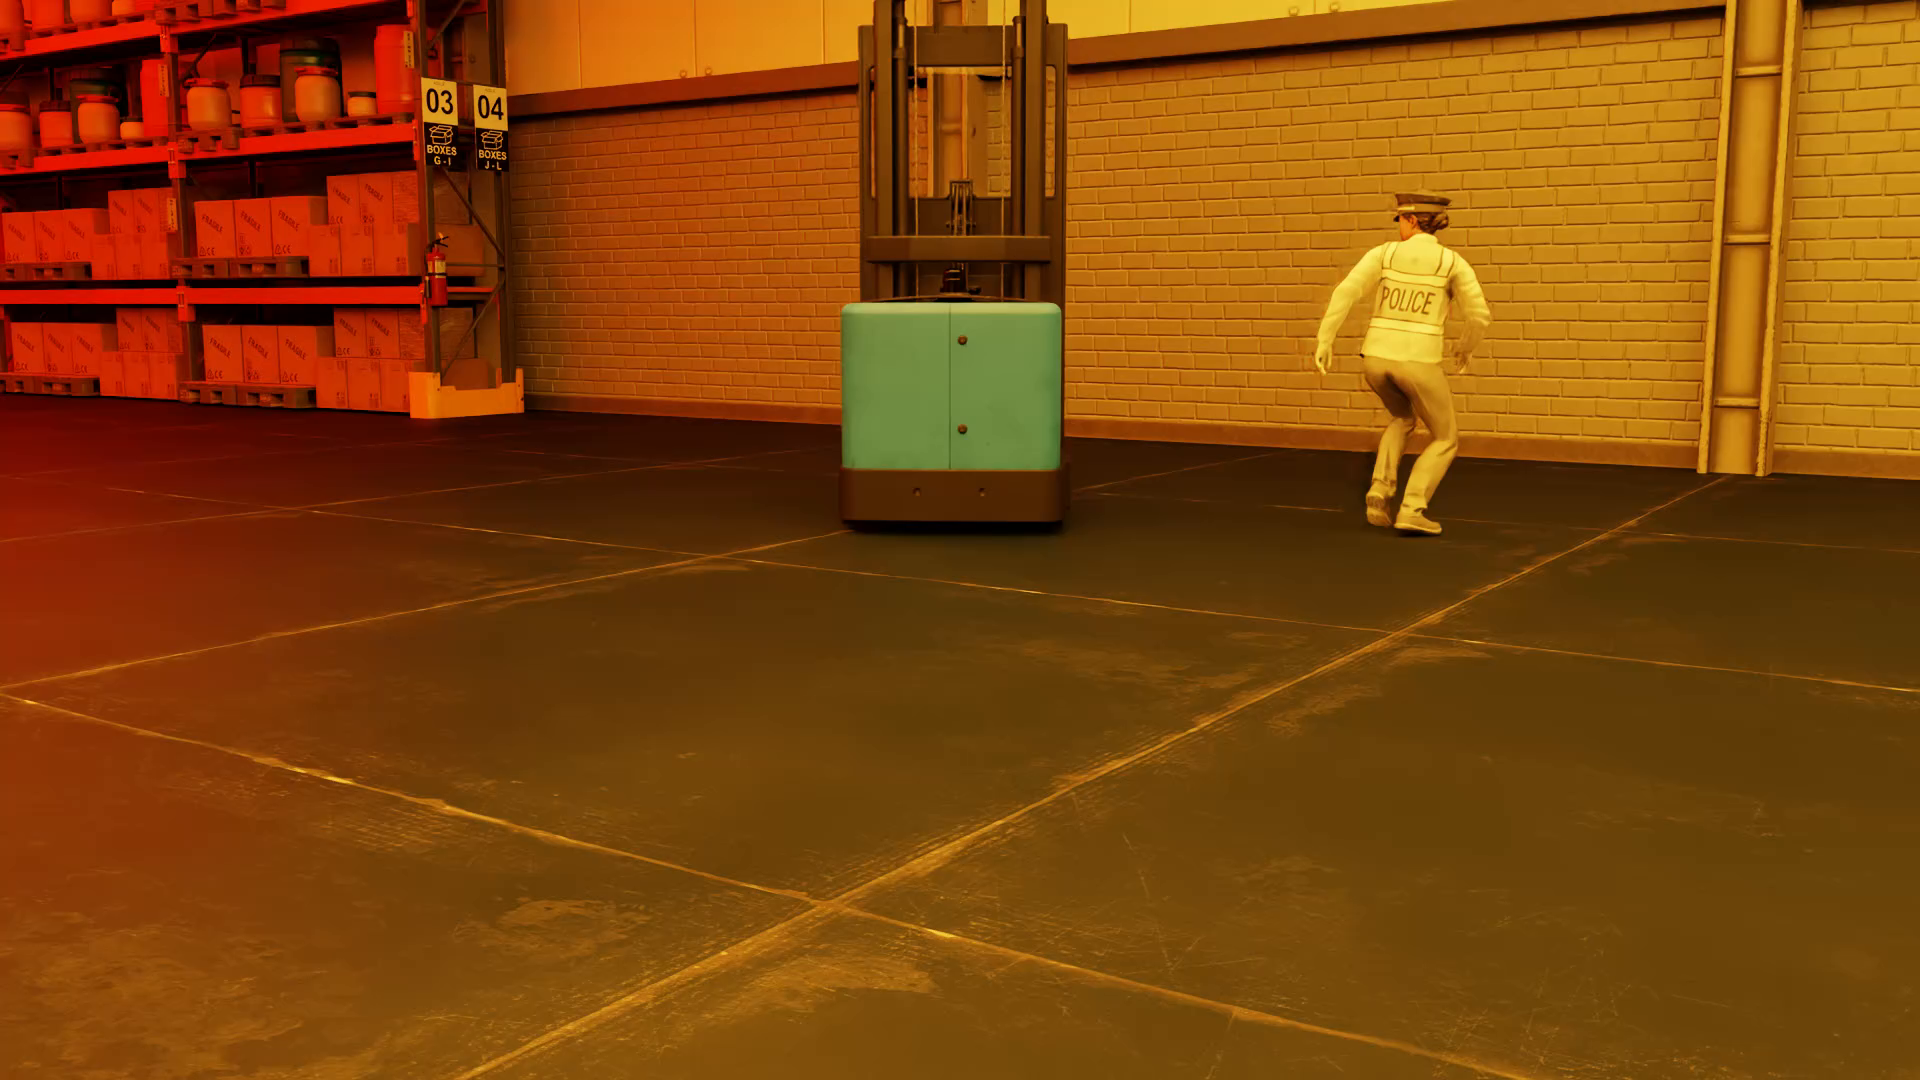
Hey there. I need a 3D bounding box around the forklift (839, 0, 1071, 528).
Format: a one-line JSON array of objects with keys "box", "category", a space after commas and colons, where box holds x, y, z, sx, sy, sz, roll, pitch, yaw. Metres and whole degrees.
[{"box": [0.029, -1.679, 8.999, 1.130, 2.935, 3.031, 0, 8, 3], "category": "forklift"}]

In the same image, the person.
[{"box": [2.094, -0.812, 7.760, 0.654, 1.614, 0.671, 7, 11, 41], "category": "person"}]
